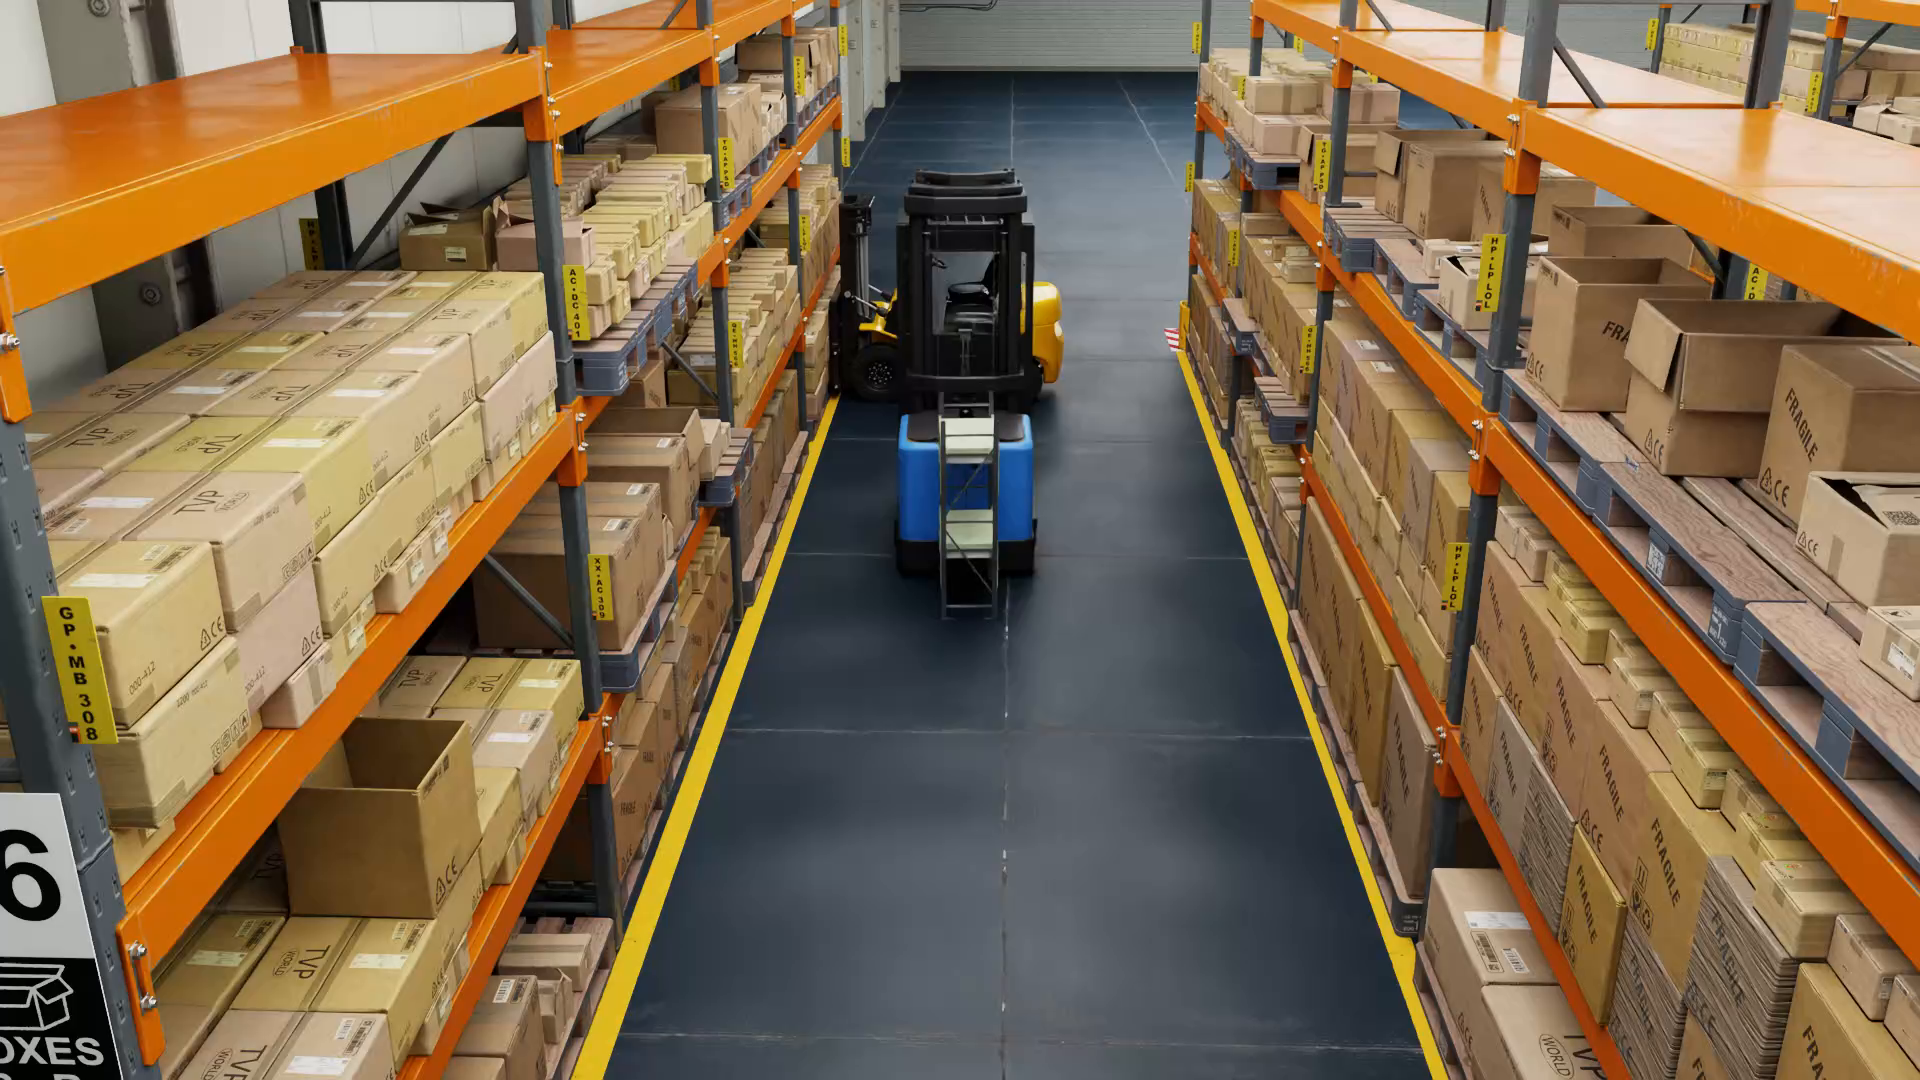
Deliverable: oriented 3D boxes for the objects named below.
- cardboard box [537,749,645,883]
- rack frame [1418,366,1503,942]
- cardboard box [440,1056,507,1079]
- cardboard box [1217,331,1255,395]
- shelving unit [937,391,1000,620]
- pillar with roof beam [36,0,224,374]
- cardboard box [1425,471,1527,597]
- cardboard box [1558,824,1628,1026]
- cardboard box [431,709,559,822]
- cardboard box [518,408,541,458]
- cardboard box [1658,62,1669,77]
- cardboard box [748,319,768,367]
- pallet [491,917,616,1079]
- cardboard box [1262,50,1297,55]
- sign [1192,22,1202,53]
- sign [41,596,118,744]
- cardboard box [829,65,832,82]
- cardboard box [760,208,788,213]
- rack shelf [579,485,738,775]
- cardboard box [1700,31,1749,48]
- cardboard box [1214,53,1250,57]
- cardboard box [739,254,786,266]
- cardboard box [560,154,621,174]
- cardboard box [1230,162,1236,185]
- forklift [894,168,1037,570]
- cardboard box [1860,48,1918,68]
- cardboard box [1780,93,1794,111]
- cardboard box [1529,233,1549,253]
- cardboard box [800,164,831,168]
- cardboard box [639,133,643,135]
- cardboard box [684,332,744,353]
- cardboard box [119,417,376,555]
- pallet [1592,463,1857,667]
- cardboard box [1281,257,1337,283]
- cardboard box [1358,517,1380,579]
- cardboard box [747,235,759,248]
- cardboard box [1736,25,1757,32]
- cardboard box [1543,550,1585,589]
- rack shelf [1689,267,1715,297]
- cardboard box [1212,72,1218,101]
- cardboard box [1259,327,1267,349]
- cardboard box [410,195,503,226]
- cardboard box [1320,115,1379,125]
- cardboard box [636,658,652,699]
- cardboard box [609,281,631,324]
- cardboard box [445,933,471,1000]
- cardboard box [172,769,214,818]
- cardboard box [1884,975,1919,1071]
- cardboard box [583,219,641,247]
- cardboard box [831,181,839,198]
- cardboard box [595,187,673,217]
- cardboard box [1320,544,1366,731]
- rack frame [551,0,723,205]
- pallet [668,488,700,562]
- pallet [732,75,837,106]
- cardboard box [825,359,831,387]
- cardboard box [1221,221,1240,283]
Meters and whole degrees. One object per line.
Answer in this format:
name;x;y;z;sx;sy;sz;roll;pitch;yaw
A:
cardboard box;-1.954;1.415;8.610;0.500;0.500;0.500;2;21;4
rack frame;2.768;0.671;7.652;1.000;3.000;0.127;1;21;2
cardboard box;-2.021;2.315;6.290;0.500;0.500;0.500;1;21;3
cardboard box;2.761;-1.701;15.951;0.500;0.500;0.500;0;21;1
shelving unit;0.057;-0.257;12.114;0.431;1.500;0.755;-1;21;-1
pillar with roof beam;1.187;-1.890;5.959;9.100;9.000;0.400;1;21;2
cardboard box;2.530;-0.006;7.876;0.500;0.500;0.500;1;21;3
cardboard box;2.435;1.339;5.792;0.500;0.500;0.500;1;21;3
cardboard box;-1.966;0.918;6.814;0.500;0.250;0.500;1;21;2
cardboard box;-1.920;-0.441;6.720;0.380;0.149;0.250;1;21;1
cardboard box;7.753;-5.053;17.886;0.380;0.149;0.250;1;21;2
cardboard box;-1.764;-1.519;12.814;0.500;0.250;0.500;0;21;0
pallet;-2.216;2.167;7.654;1.003;0.211;1.213;1;21;2
cardboard box;3.371;-5.102;17.630;0.380;0.149;0.250;1;21;3
sign;2.590;-5.479;18.149;0.100;0.325;0.005;1;21;2
sign;-1.773;0.264;3.346;0.100;0.325;0.005;1;21;2
cardboard box;-1.550;-4.941;17.599;0.380;0.149;0.250;0;21;0
cardboard box;-1.728;-3.062;15.827;0.380;0.149;0.250;0;21;1
rack shelf;-2.133;0.230;9.783;1.077;0.370;4.000;1;21;2
cardboard box;7.723;-5.060;16.803;0.380;0.149;0.250;0;21;1
cardboard box;2.857;-5.013;17.401;0.380;0.149;0.250;1;21;2
cardboard box;-1.729;-2.404;14.543;0.380;0.149;0.250;0;21;1
cardboard box;-2.360;-2.351;10.540;0.380;0.149;0.250;0;21;0
cardboard box;3.335;-4.132;18.099;0.700;0.500;0.500;0;21;0
forklift;0.041;-1.616;13.643;1.130;2.935;3.031;0;21;0
cardboard box;8.319;-4.319;14.893;0.380;0.149;0.250;0;21;1
cardboard box;7.661;-3.953;15.053;0.380;0.149;0.250;1;21;3
cardboard box;3.173;-1.517;8.750;0.396;0.266;0.258;2;21;6
cardboard box;-1.629;-4.077;18.442;0.380;0.149;0.250;1;21;2
cardboard box;-2.238;-2.957;12.460;0.380;0.166;0.250;1;21;2
cardboard box;-1.761;-1.386;11.919;0.380;0.149;0.250;1;21;3
cardboard box;-2.015;-0.159;4.750;0.500;0.250;0.500;0;21;1
pallet;2.692;0.050;5.229;1.003;0.211;1.213;1;21;2
cardboard box;2.657;-2.053;12.647;0.380;0.149;0.250;0;21;-1
cardboard box;2.592;0.023;9.530;0.500;0.250;0.500;1;21;2
cardboard box;-2.188;-2.667;16.116;0.500;0.500;0.500;1;21;2
cardboard box;8.403;-5.329;17.496;0.380;0.149;0.250;1;21;2
cardboard box;2.541;0.153;6.570;0.380;0.149;0.250;0;21;1
rack shelf;8.023;-2.591;17.054;1.077;0.370;4.000;1;21;2
cardboard box;2.835;-4.587;16.853;0.500;0.250;0.500;1;21;3
cardboard box;2.611;-1.632;13.356;0.380;0.149;0.250;1;21;4
cardboard box;-2.278;-1.445;7.604;0.396;0.266;0.258;1;21;2
cardboard box;3.101;-3.165;13.020;0.500;0.250;0.500;1;21;2
cardboard box;-1.950;0.775;9.362;0.380;0.149;0.250;1;21;1
cardboard box;-1.745;-1.102;7.705;0.380;0.149;0.250;1;21;2
cardboard box;-1.955;1.505;5.851;0.380;0.149;0.250;1;21;3
cardboard box;-2.092;0.575;4.100;0.380;0.149;0.250;1;21;3
cardboard box;2.457;1.171;3.948;0.380;0.149;0.250;1;21;2
cardboard box;-1.829;-1.522;8.376;0.380;0.149;0.250;1;21;2
cardboard box;-1.537;-3.849;18.266;0.380;0.149;0.250;1;21;2
cardboard box;-1.826;-1.884;9.337;0.380;0.149;0.250;1;21;2
cardboard box;2.754;0.591;10.215;0.875;0.875;0.875;1;21;2
rack frame;-2.072;-3.625;10.431;1.000;3.000;0.127;1;21;2
pallet;-2.127;-0.035;9.739;1.003;0.211;1.213;1;21;2
pallet;-1.876;-4.823;17.787;1.003;0.211;1.213;1;21;2
cardboard box;-1.605;-1.729;17.060;0.500;0.250;0.500;1;21;3
cardboard box;2.785;-2.756;15.936;0.500;0.500;0.500;1;21;3
